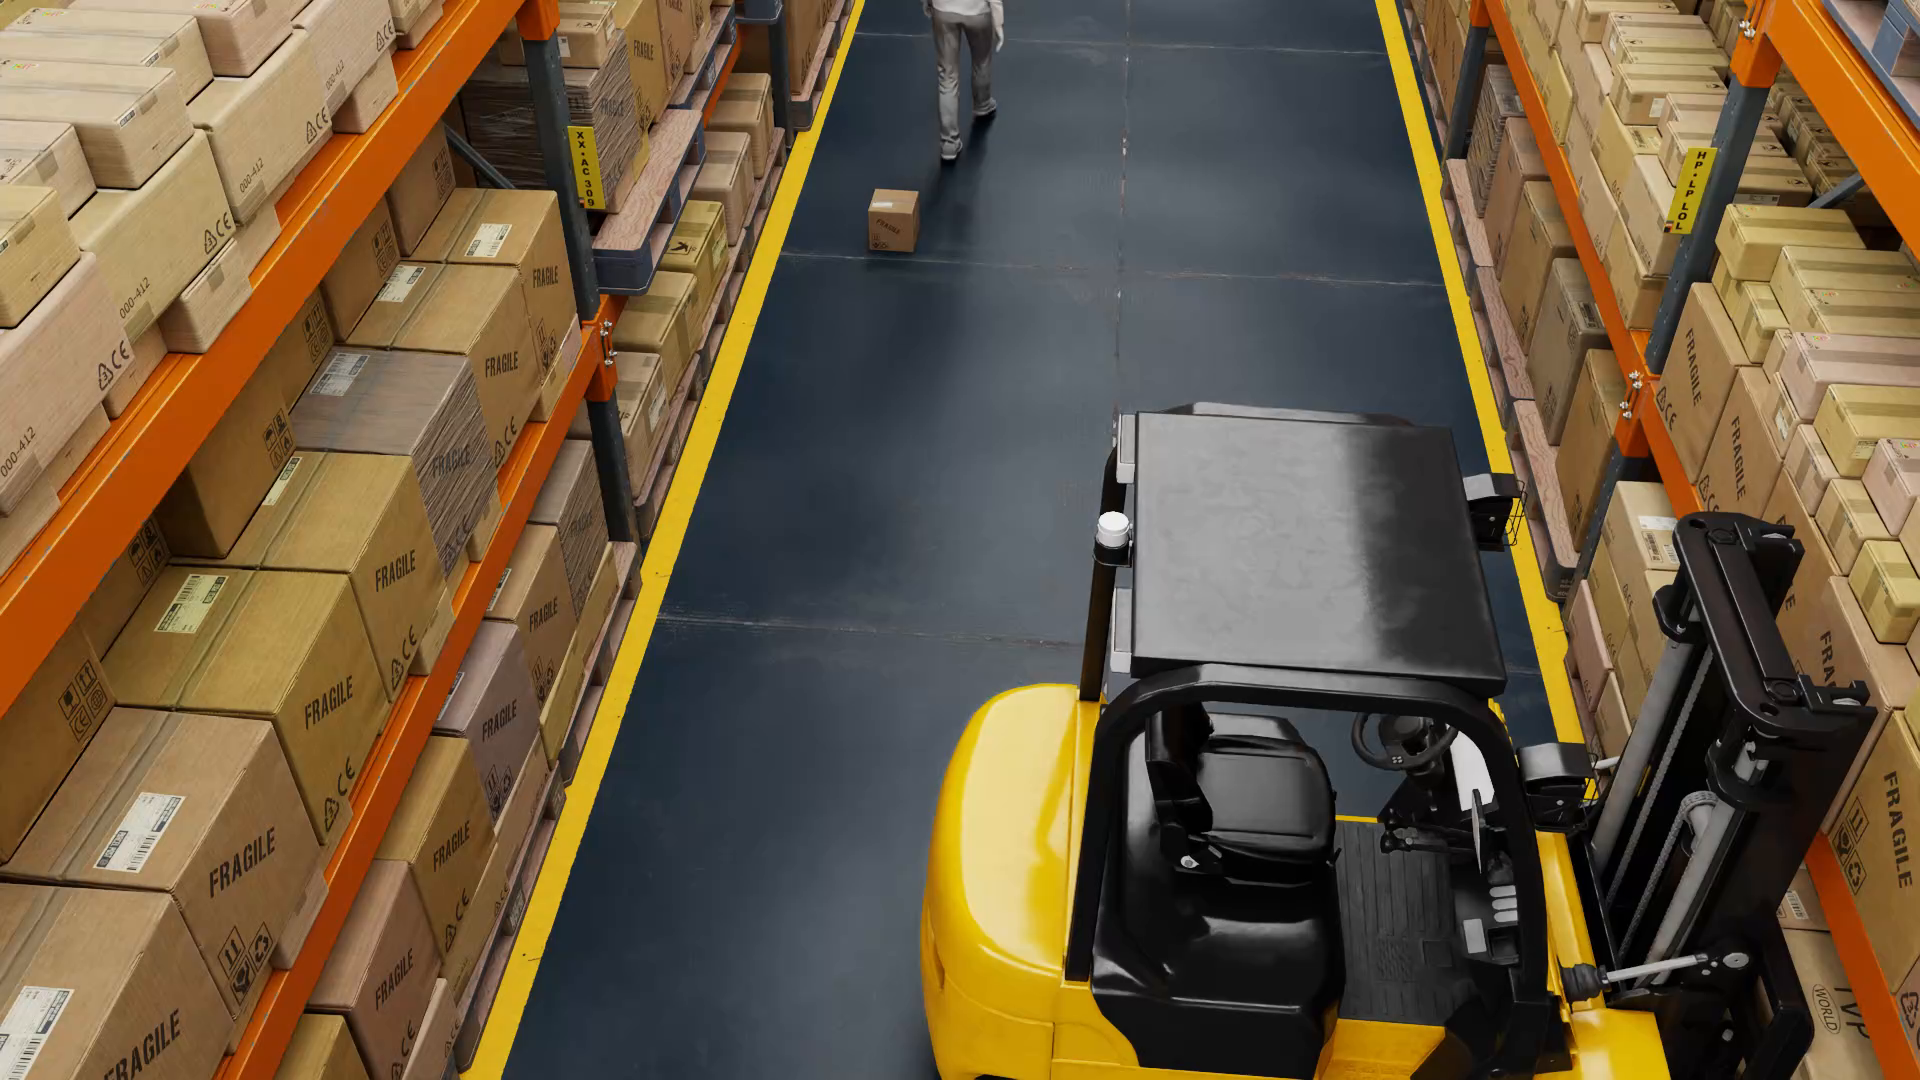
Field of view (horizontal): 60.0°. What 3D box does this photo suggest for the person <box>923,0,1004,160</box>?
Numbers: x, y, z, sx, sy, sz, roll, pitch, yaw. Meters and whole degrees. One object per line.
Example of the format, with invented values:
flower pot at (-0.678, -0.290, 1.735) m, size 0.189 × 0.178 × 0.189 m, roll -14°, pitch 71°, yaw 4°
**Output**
person at (0.009, -3.185, 9.871) m, size 0.516 × 1.653 × 0.873 m, roll 2°, pitch 40°, yaw 2°
